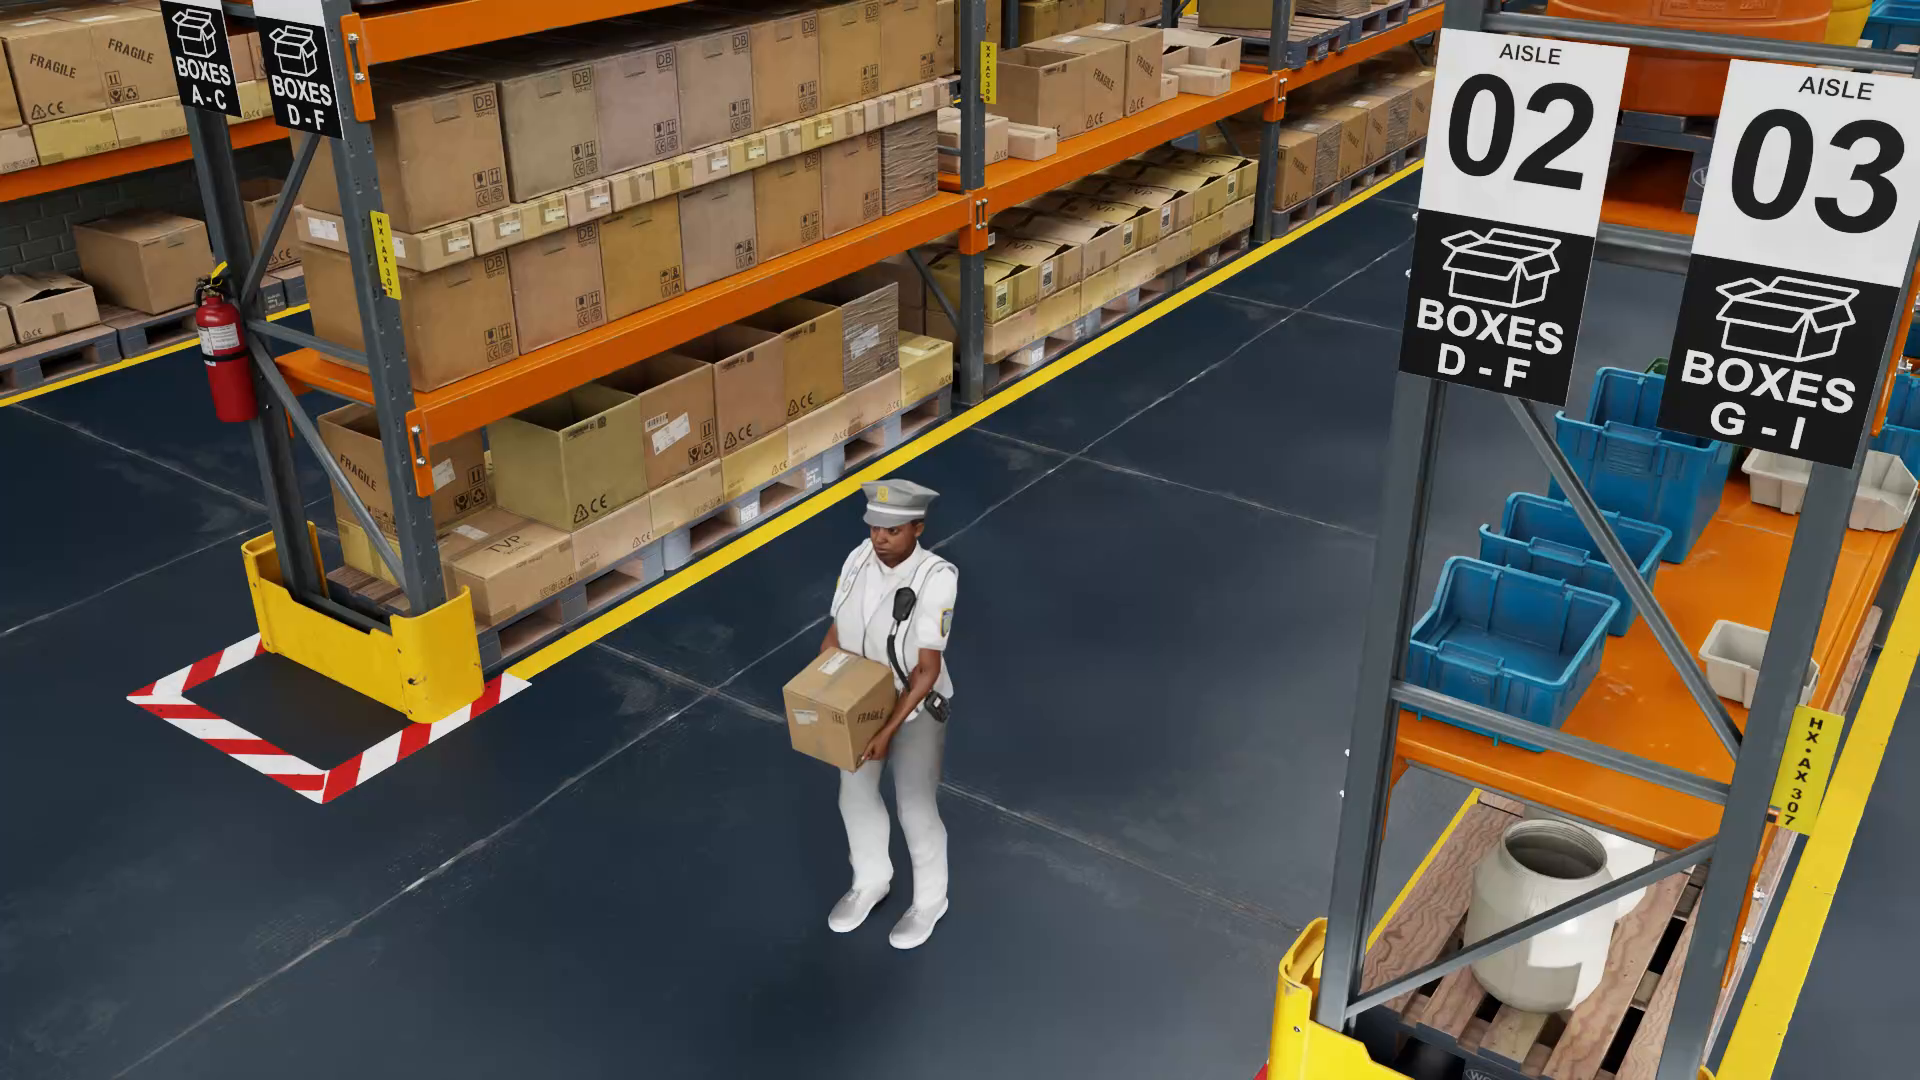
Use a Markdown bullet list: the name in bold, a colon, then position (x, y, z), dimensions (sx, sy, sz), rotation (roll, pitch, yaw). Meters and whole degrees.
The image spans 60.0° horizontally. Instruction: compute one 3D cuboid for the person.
- **person**: position (-0.268, 0.588, 5.446), dimensions (0.442, 1.692, 0.517), rotation (17, 32, 30)
